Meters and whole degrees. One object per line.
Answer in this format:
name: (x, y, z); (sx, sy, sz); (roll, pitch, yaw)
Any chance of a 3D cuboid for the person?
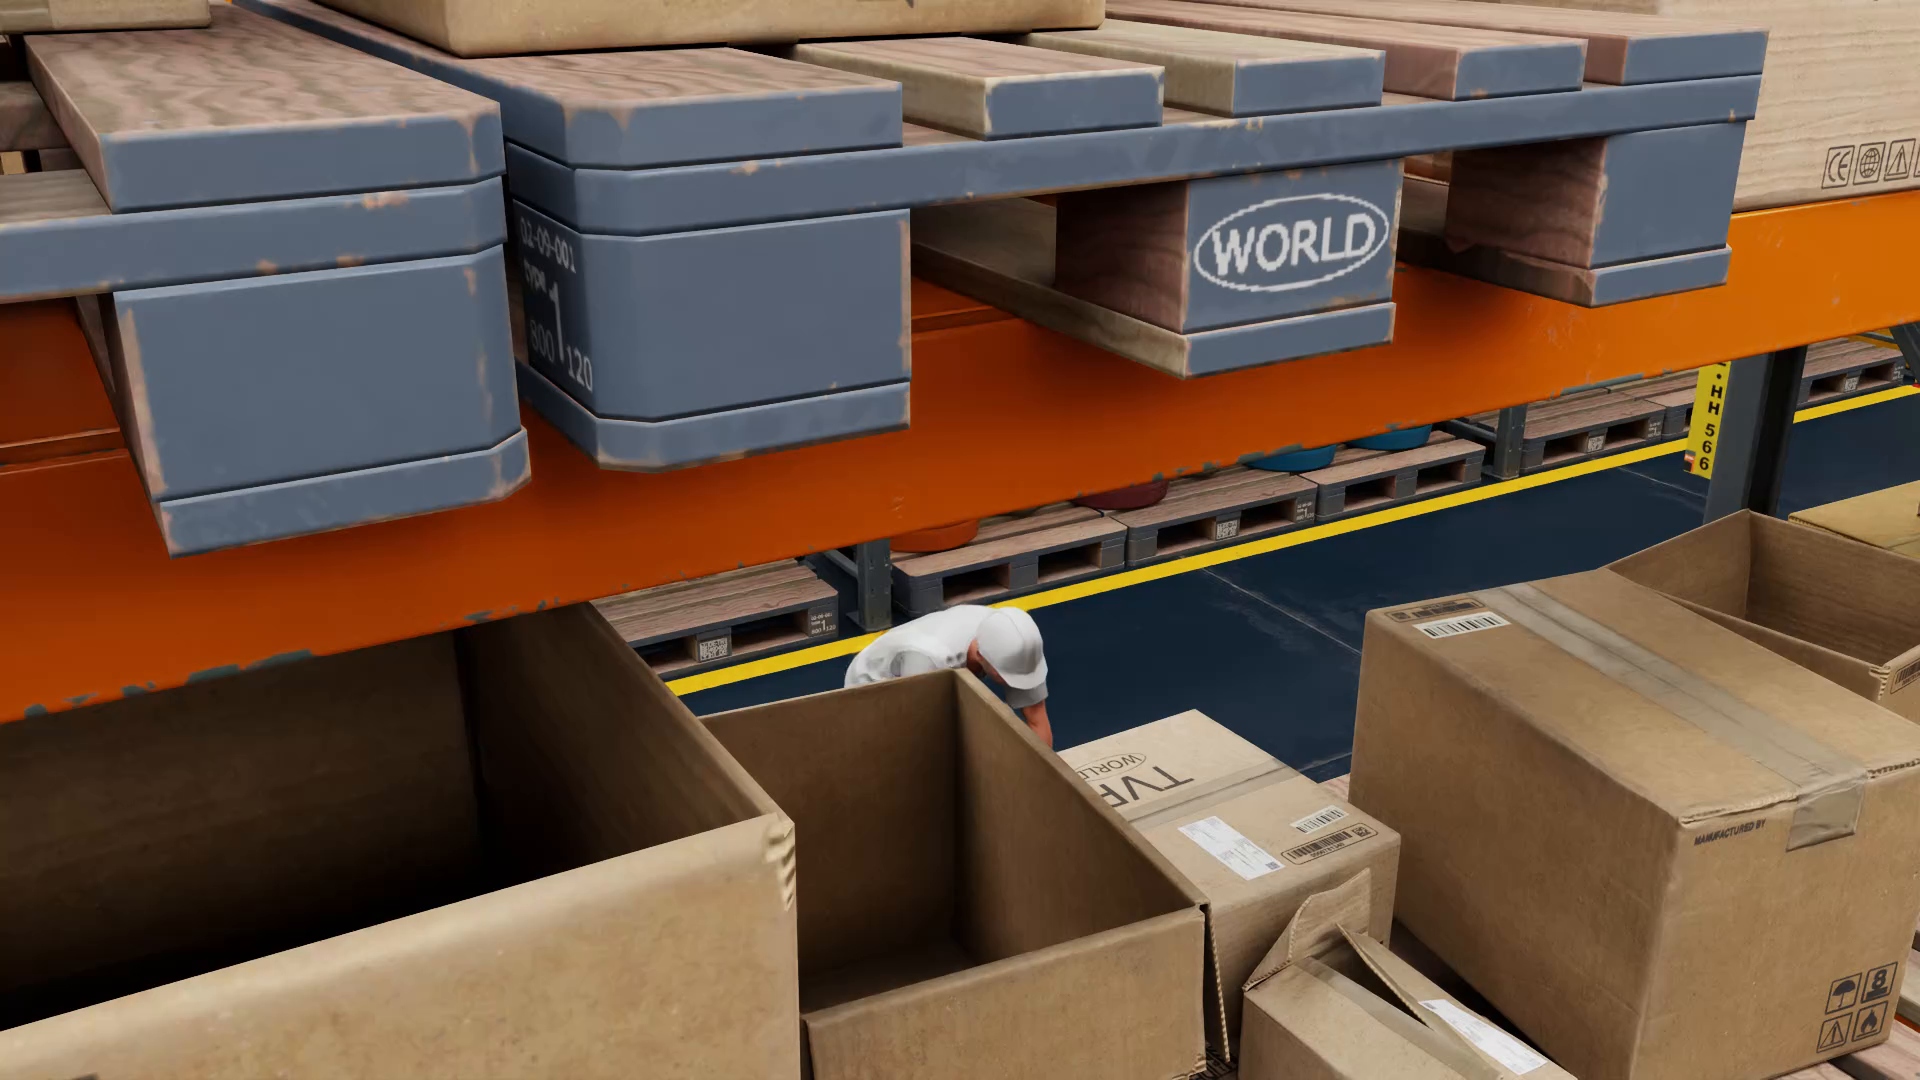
person: (-0.024, 0.598, 5.612); (0.575, 1.007, 0.881); (-12, 25, -28)
